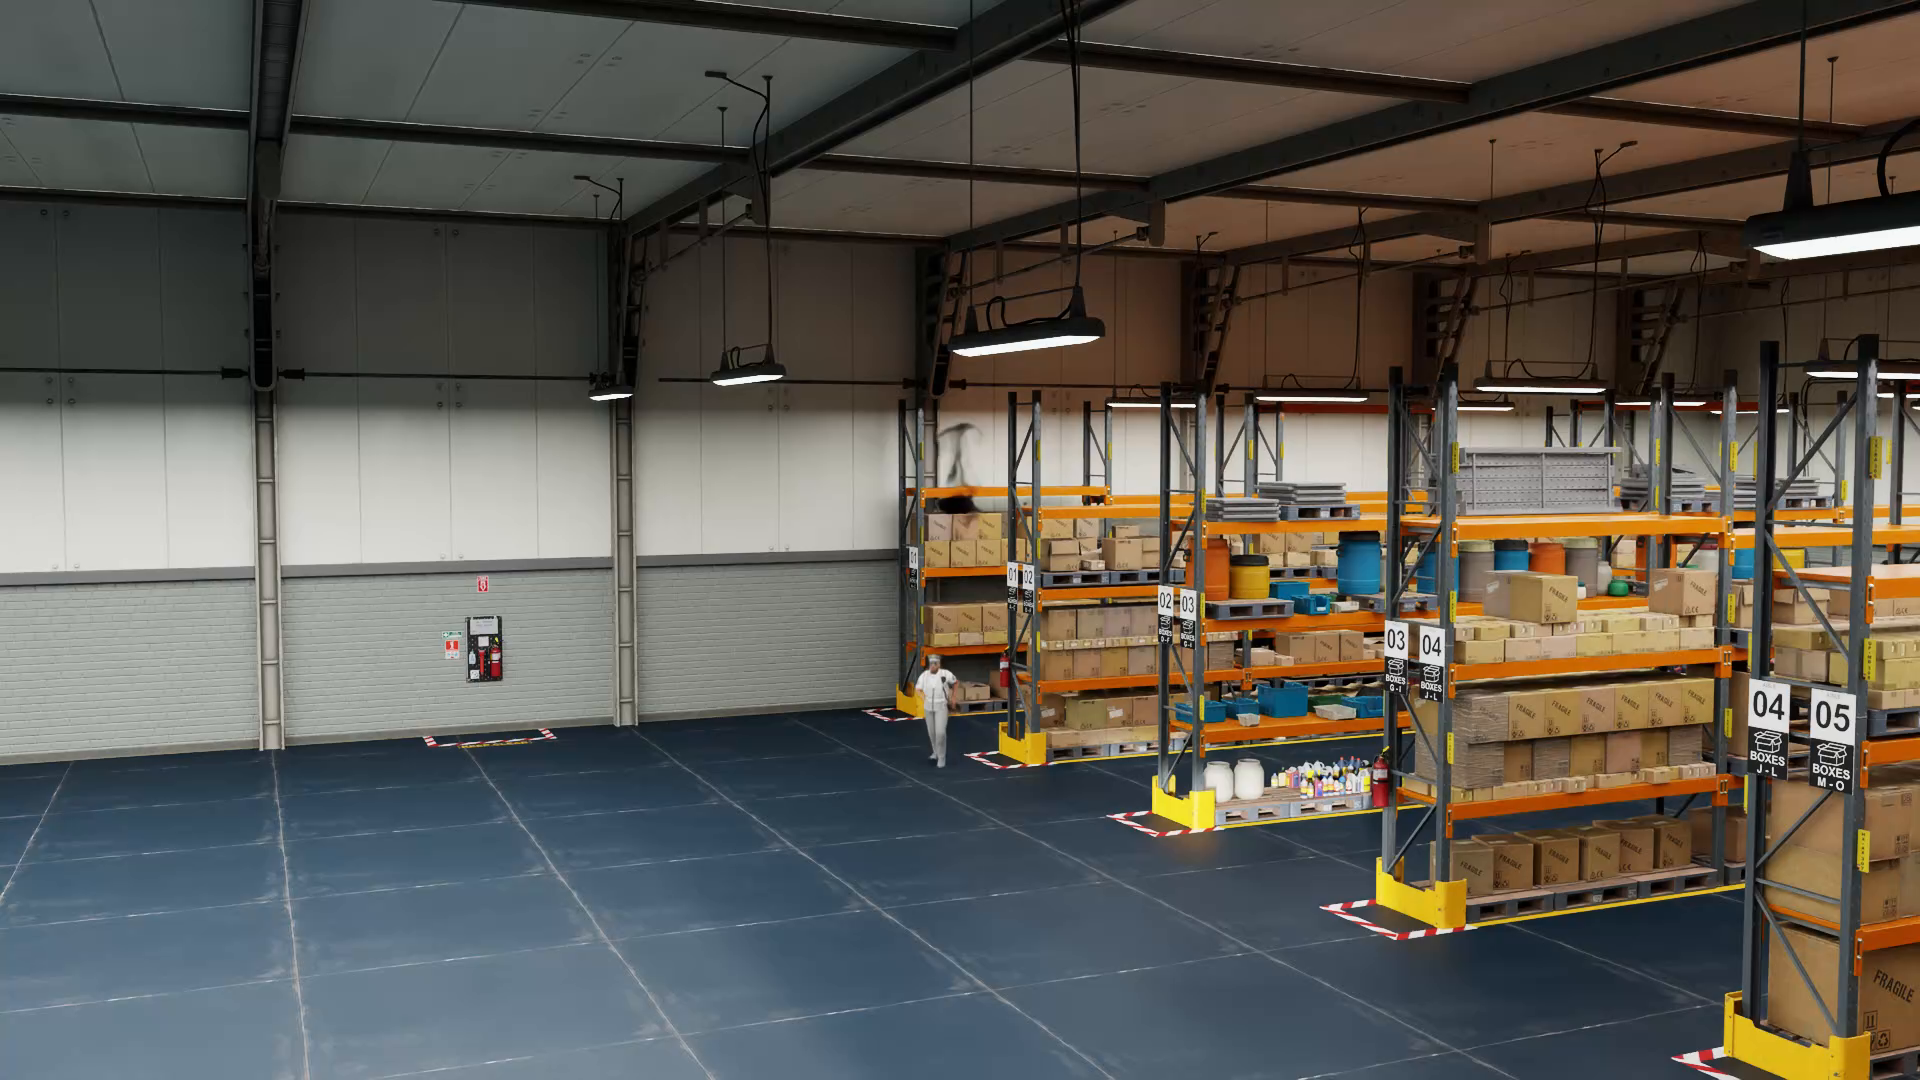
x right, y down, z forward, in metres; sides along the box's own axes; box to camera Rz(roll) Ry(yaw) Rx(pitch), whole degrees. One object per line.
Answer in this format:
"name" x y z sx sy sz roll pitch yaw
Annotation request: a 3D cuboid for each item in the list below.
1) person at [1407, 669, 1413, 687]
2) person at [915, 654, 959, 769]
"person" 8.861 2.418 32.640 0.910 1.722 0.659 -2 4 -27
"person" -0.392 2.734 26.649 0.647 1.844 0.844 1 3 15
